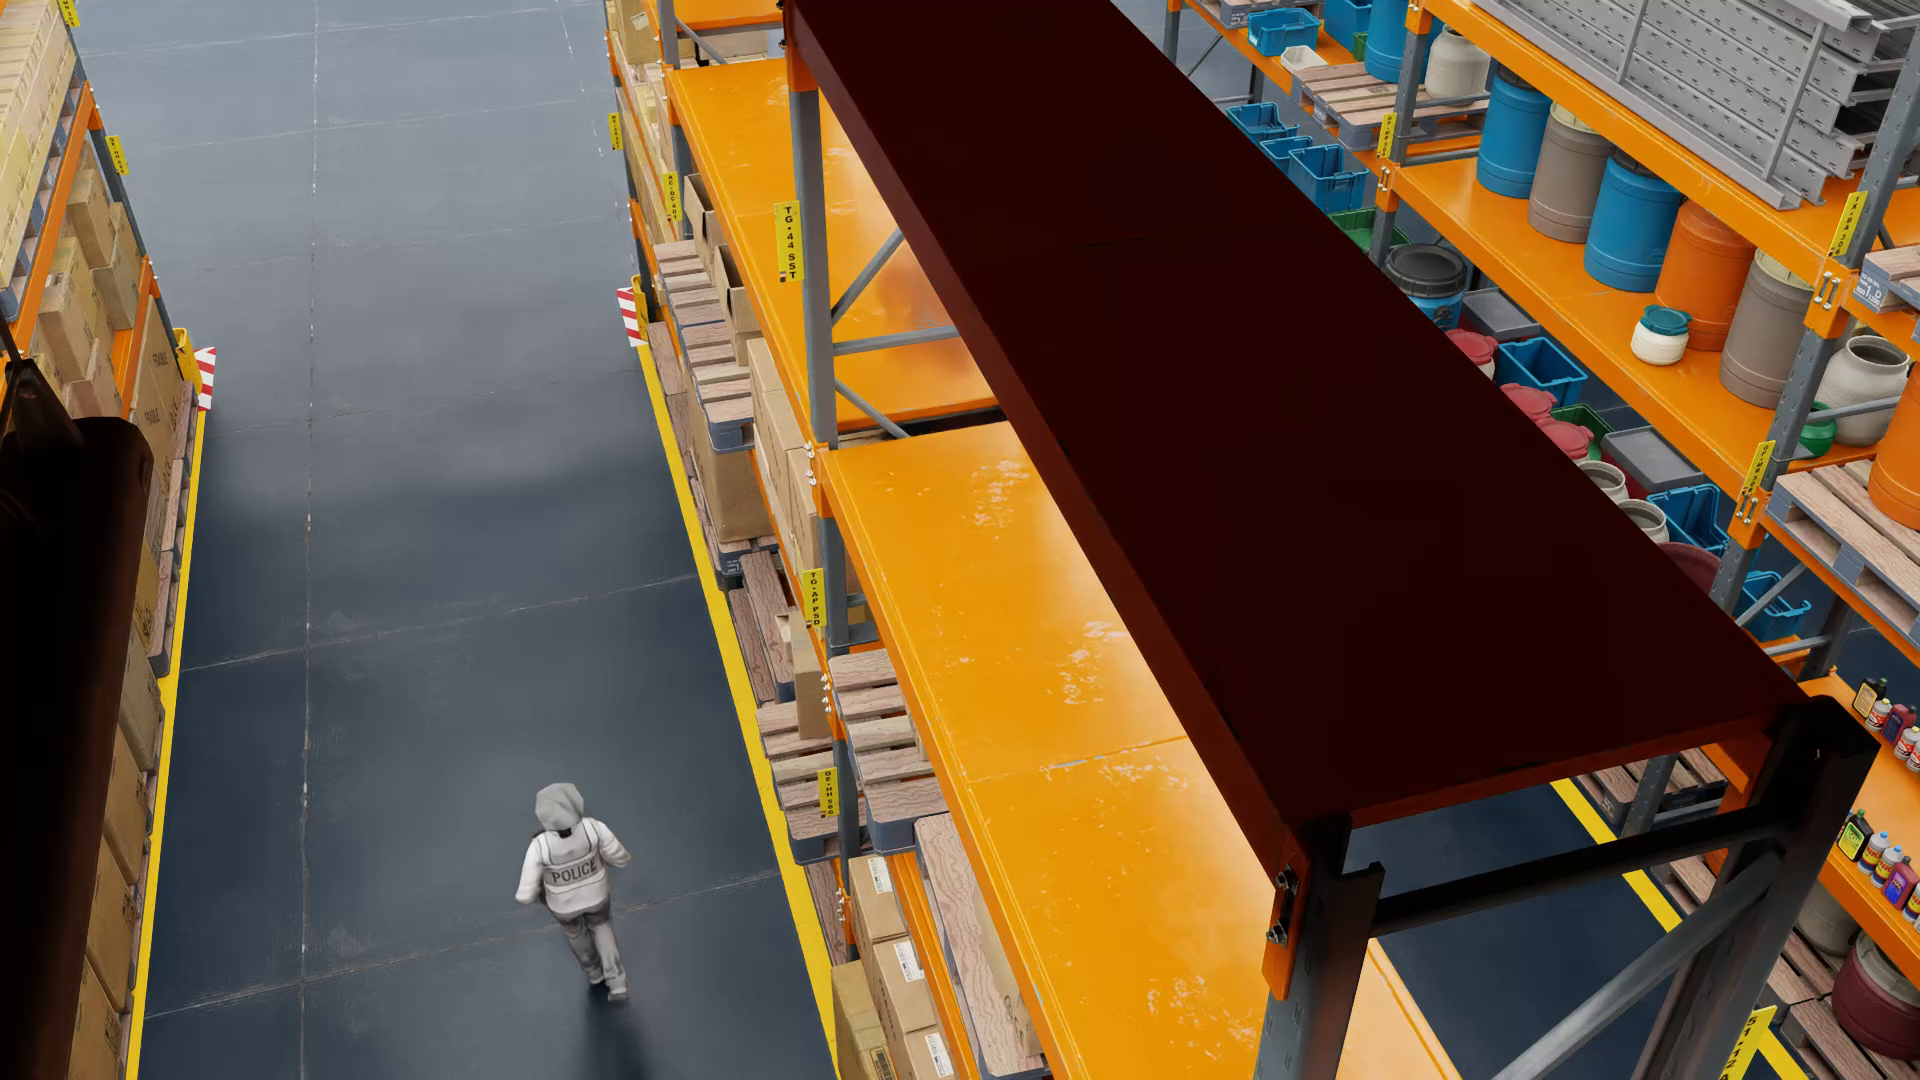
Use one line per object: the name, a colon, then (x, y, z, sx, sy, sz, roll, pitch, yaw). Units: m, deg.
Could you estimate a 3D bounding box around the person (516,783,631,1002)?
person: (-2.071, 1.966, 9.034, 0.629, 1.680, 0.677, -16, 41, -19)
